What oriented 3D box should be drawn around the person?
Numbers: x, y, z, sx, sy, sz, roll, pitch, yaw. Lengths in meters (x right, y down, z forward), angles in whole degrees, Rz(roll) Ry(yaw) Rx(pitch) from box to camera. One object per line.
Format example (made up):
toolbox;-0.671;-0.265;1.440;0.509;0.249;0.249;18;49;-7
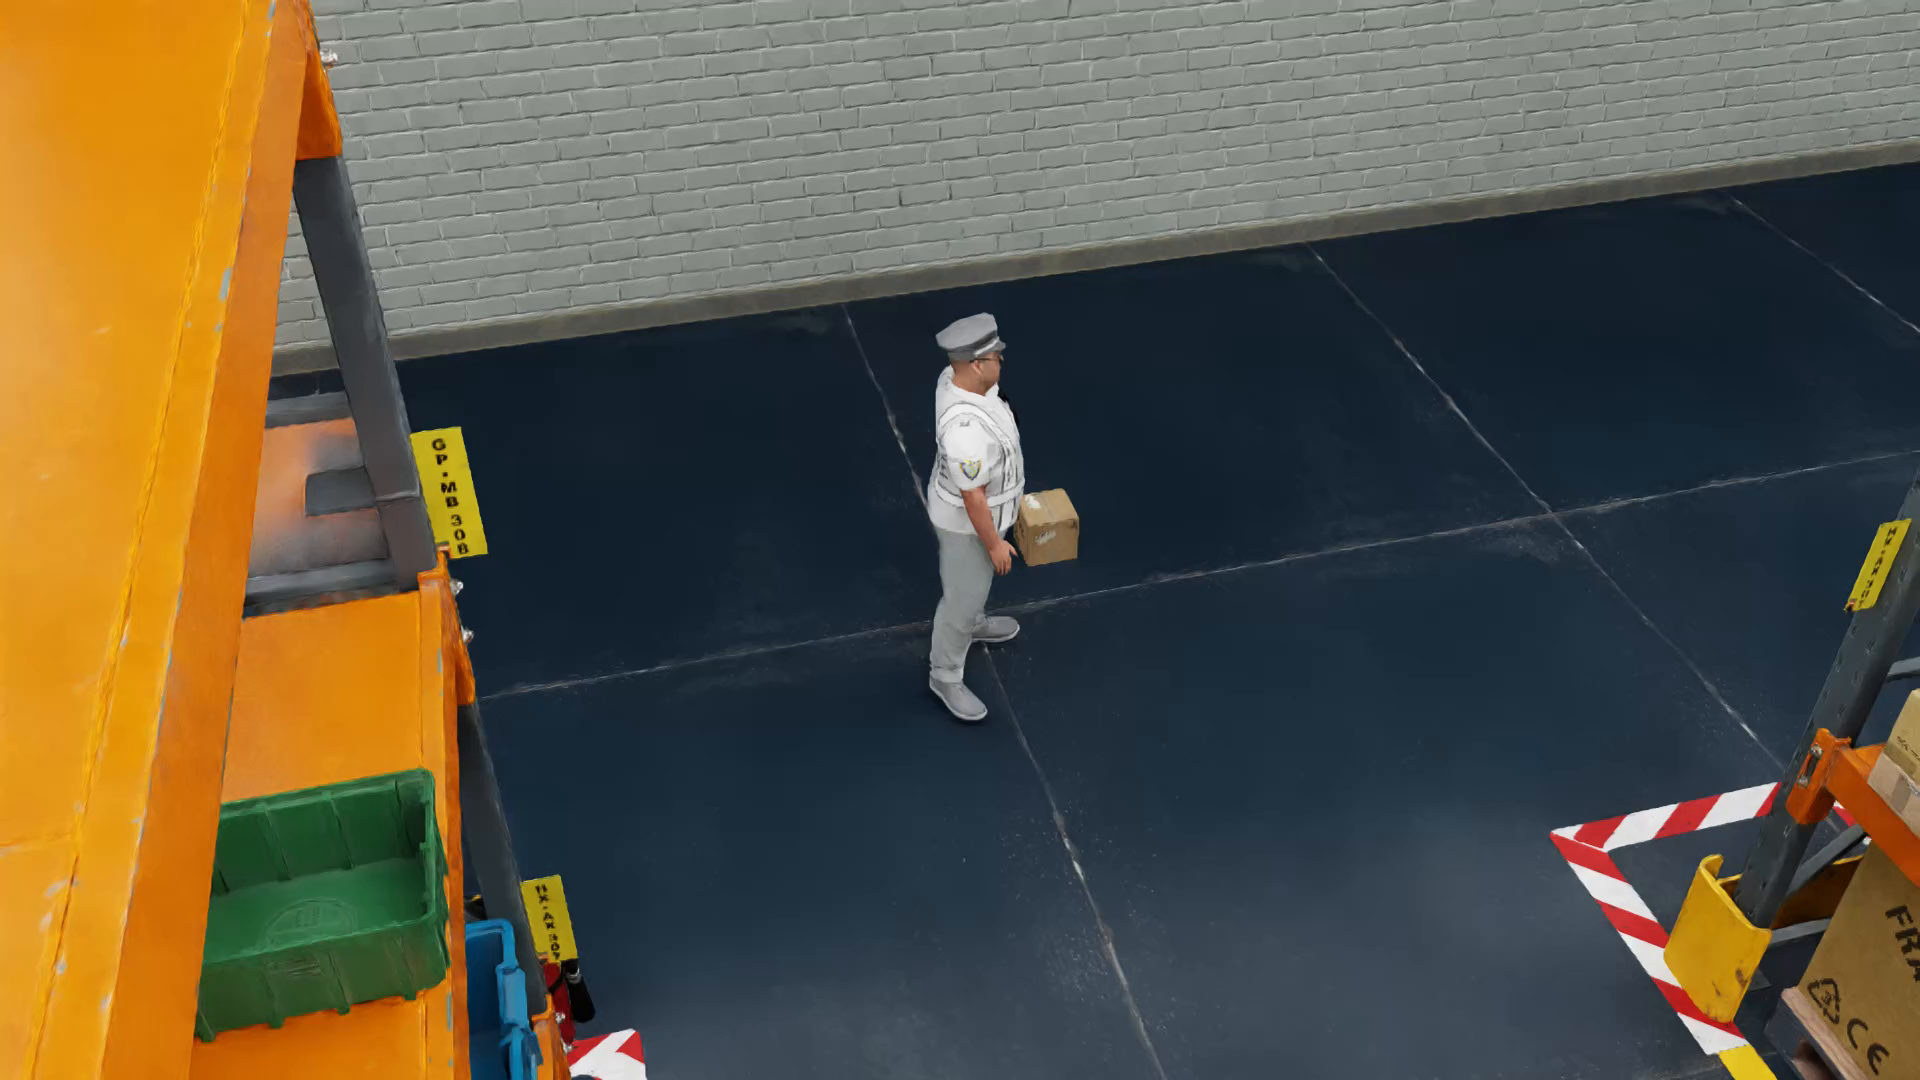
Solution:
person;0.063;-0.127;6.826;0.398;1.770;0.690;1;38;1
